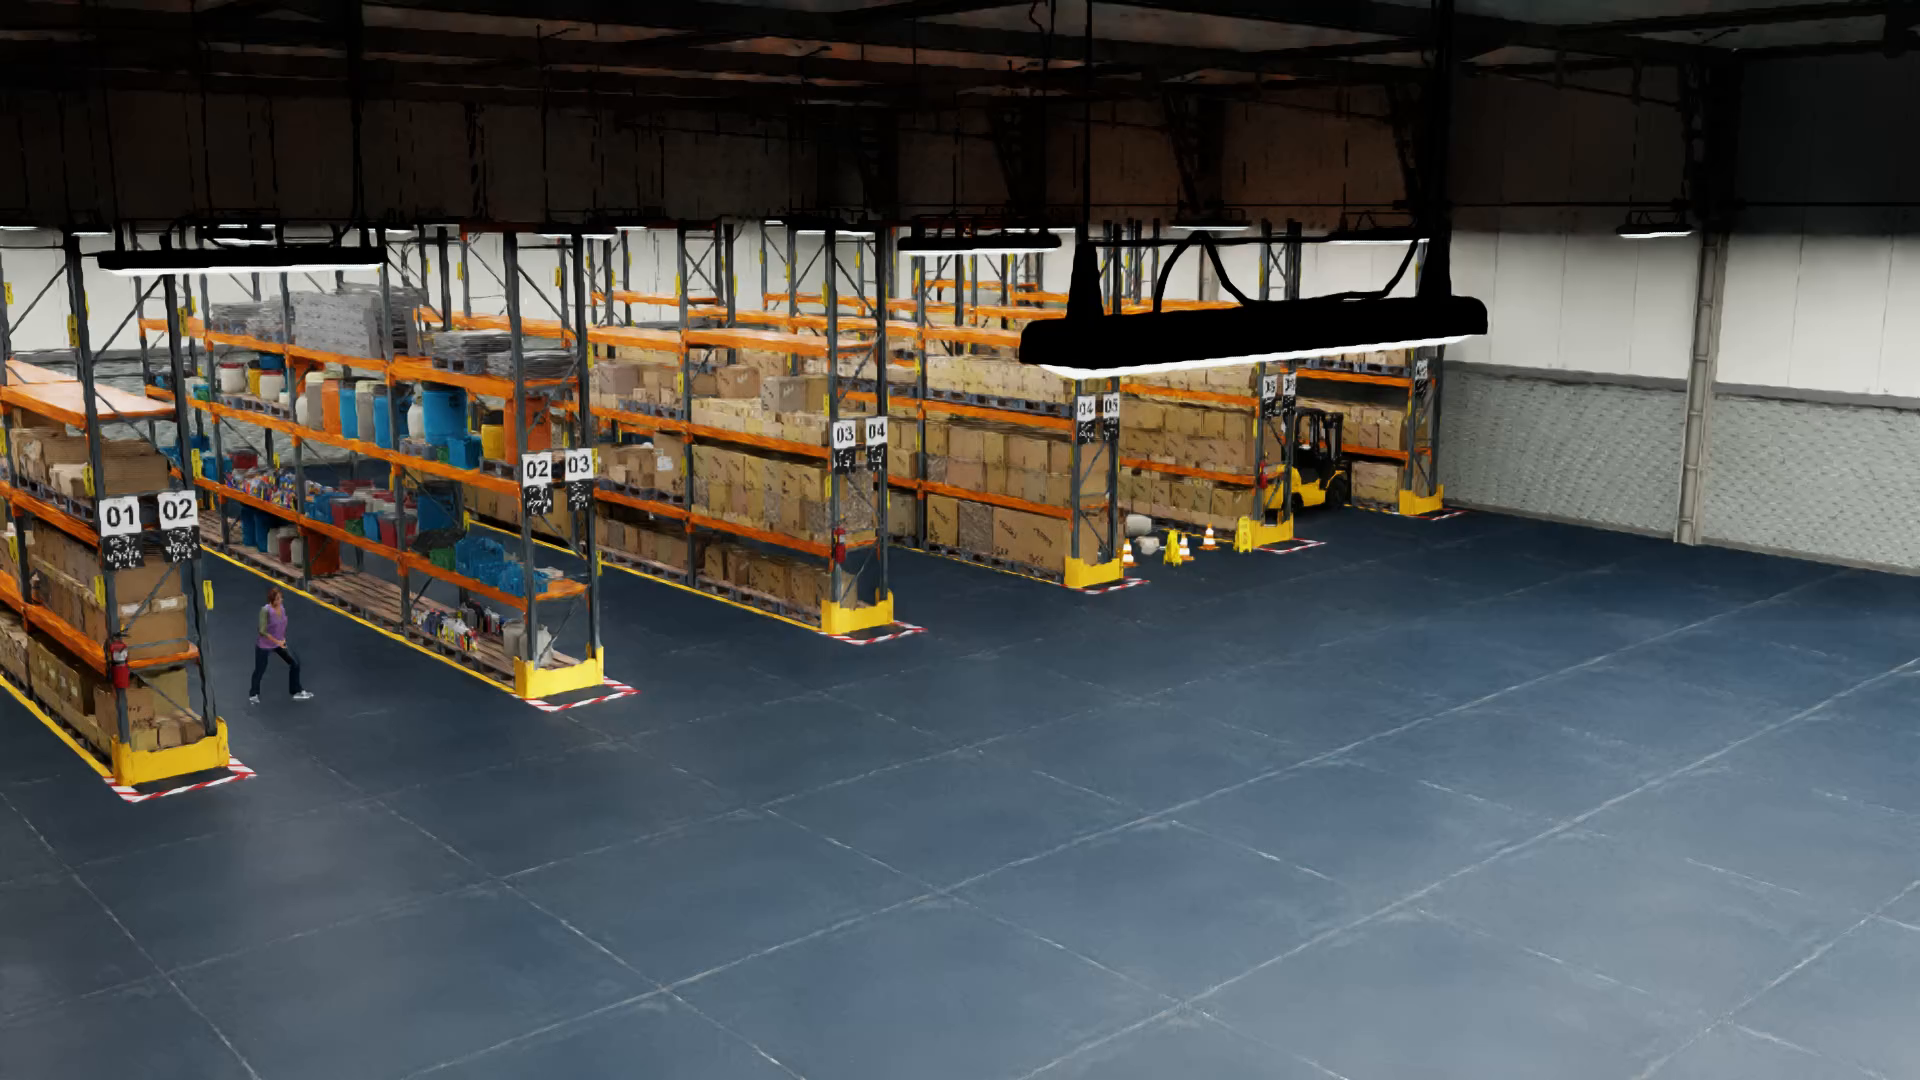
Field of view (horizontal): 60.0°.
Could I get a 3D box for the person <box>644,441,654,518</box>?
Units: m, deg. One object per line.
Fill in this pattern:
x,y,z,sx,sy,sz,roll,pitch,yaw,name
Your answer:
-6.174,-1.114,32.977,0.564,1.704,1.112,-10,15,-42,person

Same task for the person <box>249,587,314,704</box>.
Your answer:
-8.808,1.337,21.330,0.739,1.535,0.568,6,13,27,person

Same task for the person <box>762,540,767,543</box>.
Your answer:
-3.520,-0.818,31.565,0.729,1.733,0.546,-10,15,-41,person
